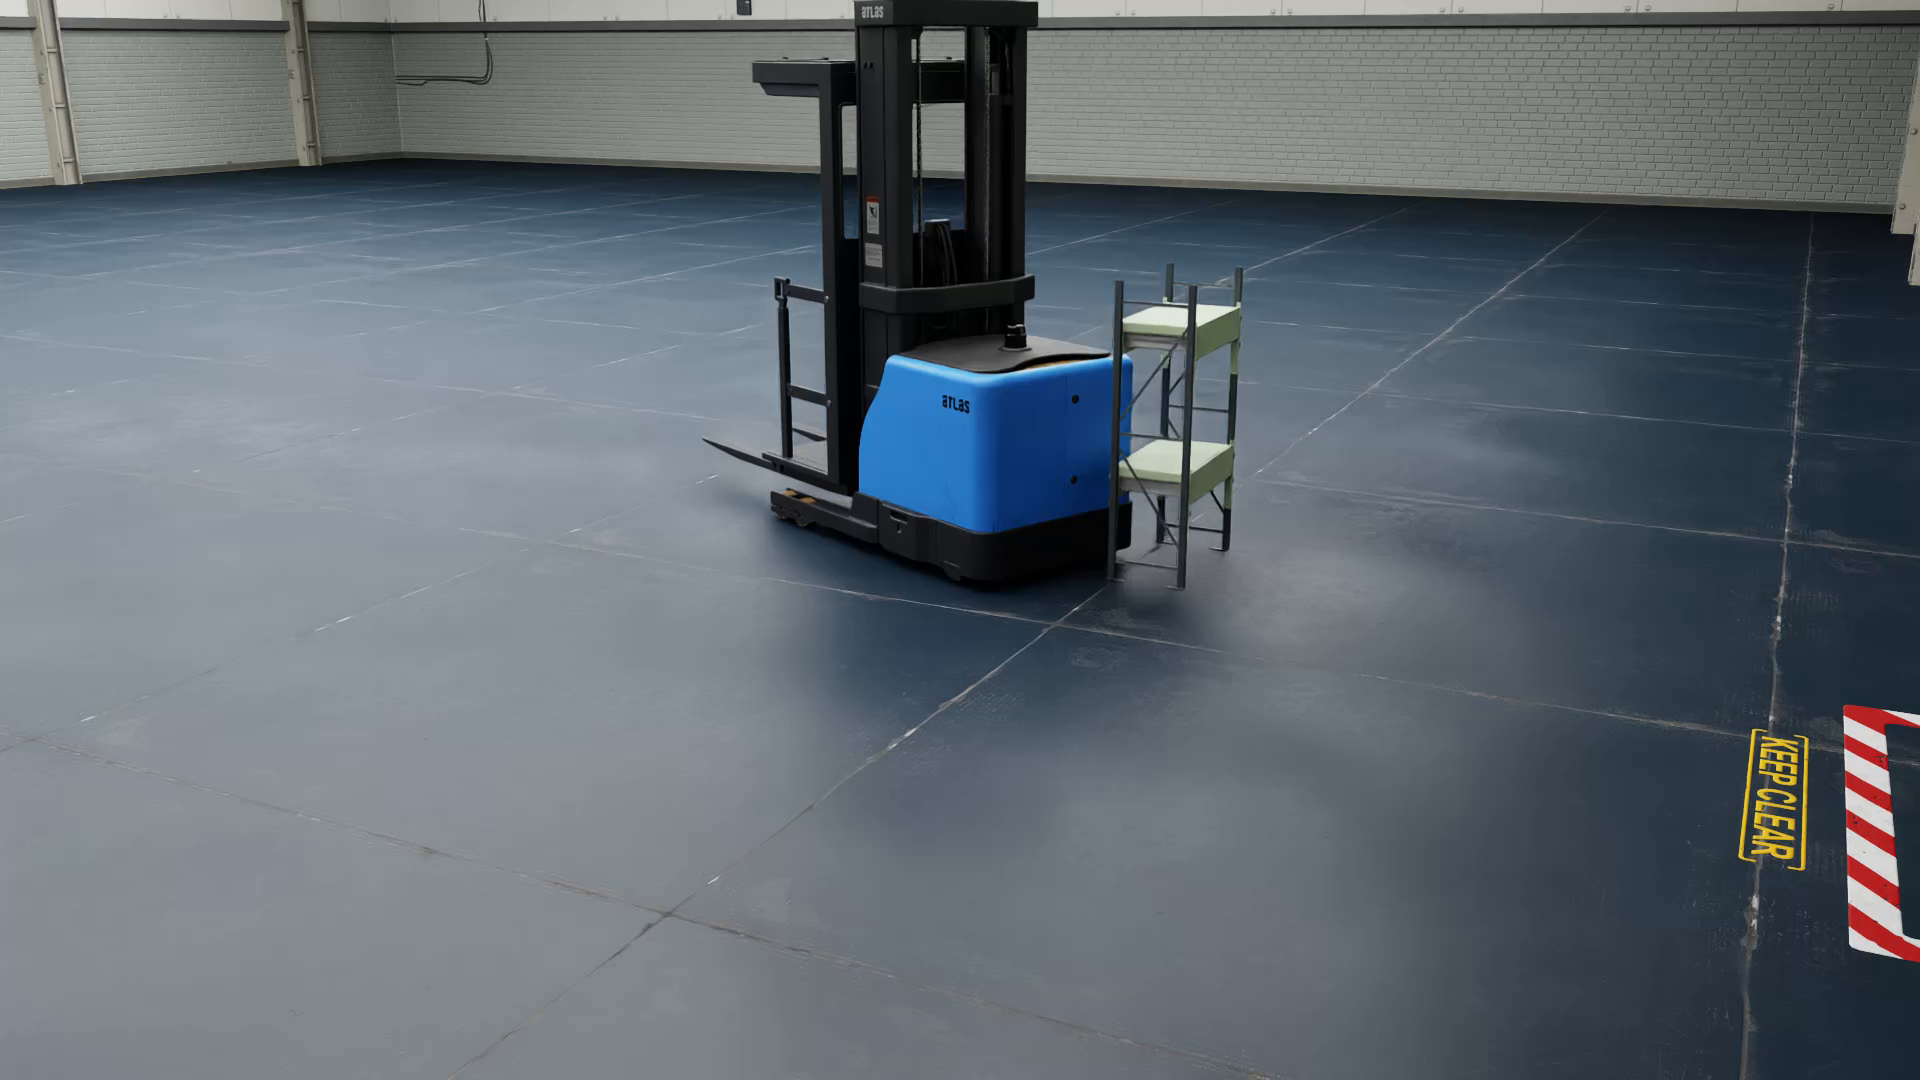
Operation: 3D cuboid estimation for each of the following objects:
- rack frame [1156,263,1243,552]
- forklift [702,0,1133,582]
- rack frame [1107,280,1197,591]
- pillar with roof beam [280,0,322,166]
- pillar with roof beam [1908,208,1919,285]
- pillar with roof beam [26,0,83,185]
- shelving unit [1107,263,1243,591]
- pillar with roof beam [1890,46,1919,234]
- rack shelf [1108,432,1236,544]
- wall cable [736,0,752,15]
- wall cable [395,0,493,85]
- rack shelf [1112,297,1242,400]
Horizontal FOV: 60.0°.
[{"bbox_3d":[1.245,-0.682,8.685,0.400,1.500,0.023,8,18,25],"label":"rack frame"},{"bbox_3d":[-0.415,-1.554,9.109,1.130,2.935,3.031,-13,21,-37],"label":"forklift"},{"bbox_3d":[0.924,-0.494,8.055,0.400,1.500,0.023,8,18,25],"label":"rack frame"},{"bbox_3d":[-10.763,-12.197,34.286,9.100,9.000,0.400,8,18,25],"label":"pillar with roof beam"},{"bbox_3d":[7.033,-7.757,19.336,9.100,9.000,0.400,8,18,25],"label":"pillar with roof beam"},{"bbox_3d":[-13.444,-10.669,29.140,9.100,9.000,0.400,8,18,25],"label":"pillar with roof beam"},{"bbox_3d":[1.084,-0.588,8.370,0.431,1.500,0.755,8,18,25],"label":"shelving unit"},{"bbox_3d":[9.714,-9.285,24.481,9.100,9.000,0.400,8,18,25],"label":"pillar with roof beam"},{"bbox_3d":[1.084,-0.276,8.463,0.431,0.370,0.720,8,18,25],"label":"rack shelf"},{"bbox_3d":[-3.629,-13.746,33.526,2.305,6.003,0.169,8,18,25],"label":"wall cable"},{"bbox_3d":[-12.115,-11.839,38.532,3.097,2.526,0.112,8,18,25],"label":"wall cable"},{"bbox_3d":[1.084,-0.962,8.259,0.431,0.370,0.720,8,18,25],"label":"rack shelf"}]
